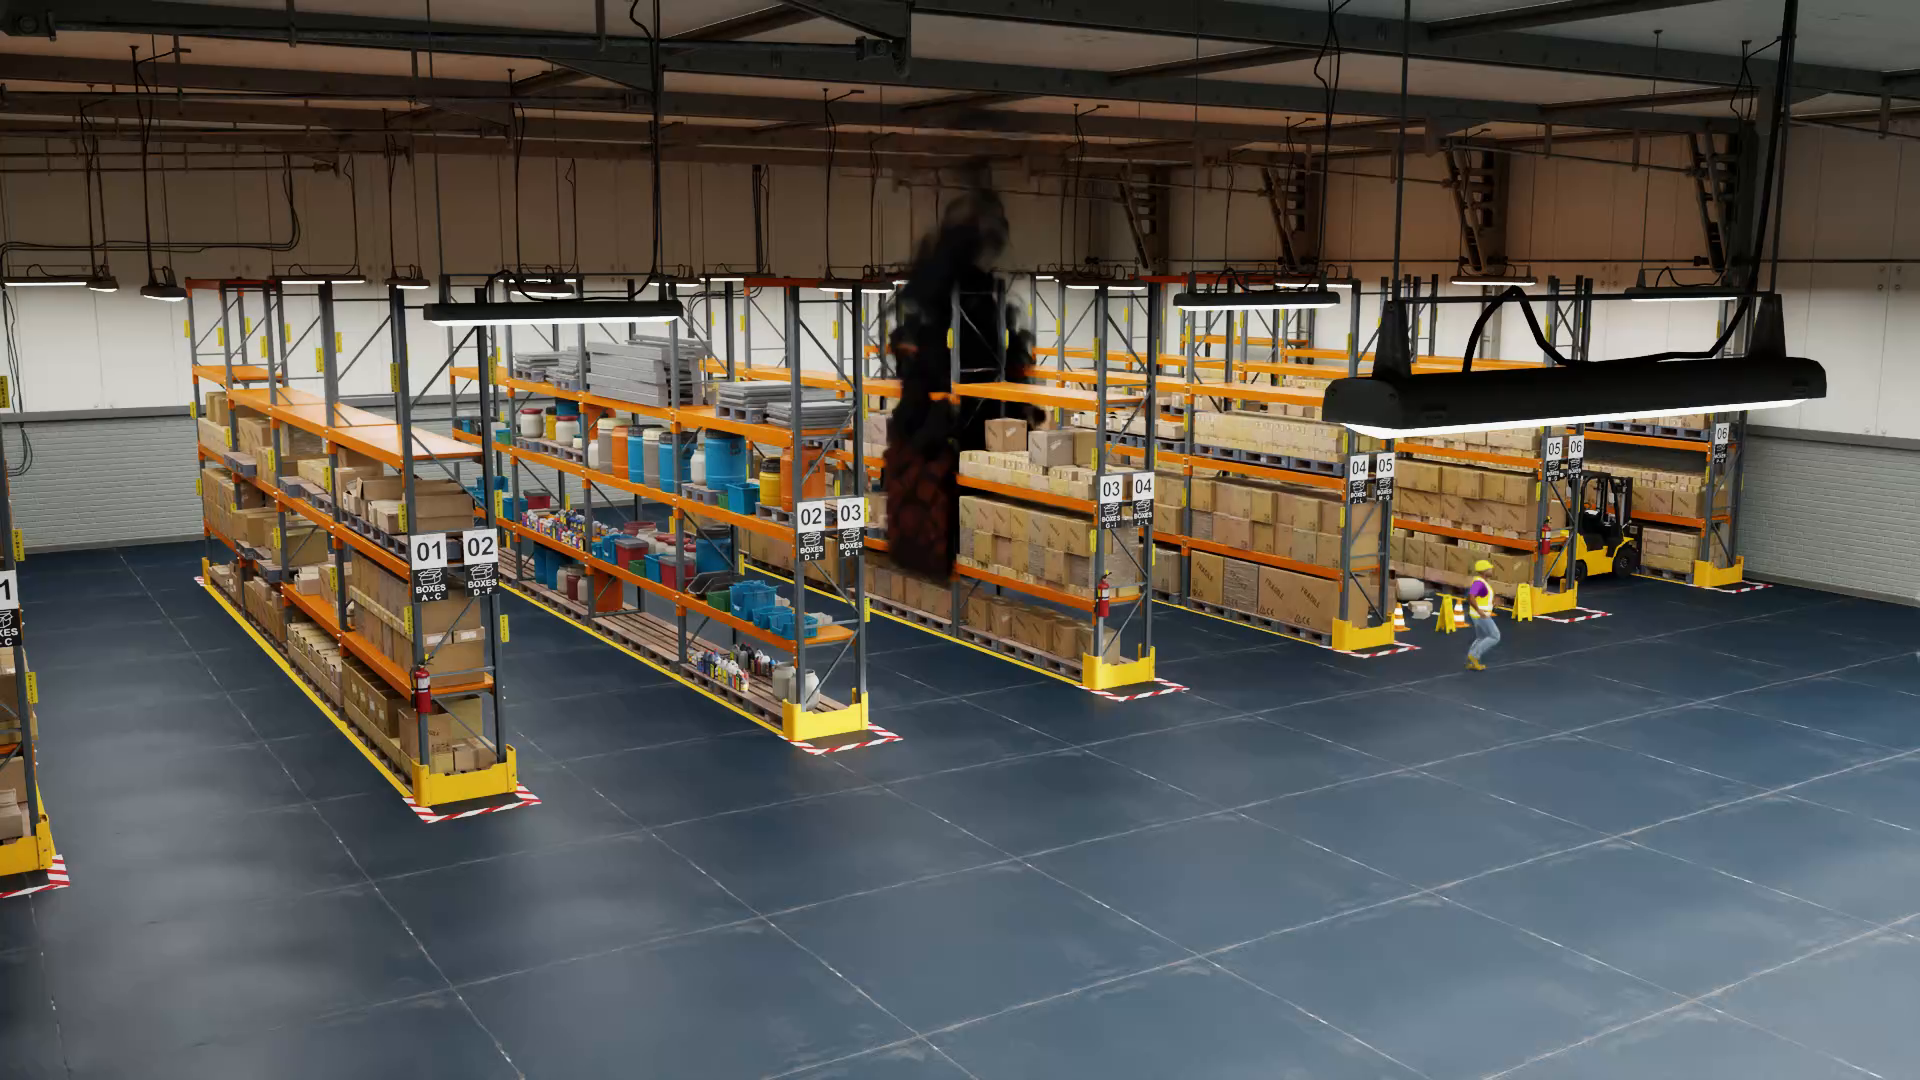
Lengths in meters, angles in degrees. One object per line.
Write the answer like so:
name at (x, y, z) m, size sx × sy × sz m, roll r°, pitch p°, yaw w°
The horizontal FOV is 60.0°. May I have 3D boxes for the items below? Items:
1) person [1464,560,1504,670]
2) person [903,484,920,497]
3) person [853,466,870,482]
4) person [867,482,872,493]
person at (8.158, 1.172, 25.821) m, size 0.596 × 1.732 × 0.704 m, roll 2°, pitch 10°, yaw 11°
person at (-1.292, -1.494, 41.944) m, size 0.783 × 1.640 × 0.674 m, roll 3°, pitch 10°, yaw 19°
person at (-2.357, -0.911, 38.259) m, size 0.630 × 1.787 × 0.763 m, roll -5°, pitch 11°, yaw -27°
person at (-1.944, -0.363, 34.952) m, size 0.713 × 1.730 × 0.753 m, roll -5°, pitch 11°, yaw -29°
